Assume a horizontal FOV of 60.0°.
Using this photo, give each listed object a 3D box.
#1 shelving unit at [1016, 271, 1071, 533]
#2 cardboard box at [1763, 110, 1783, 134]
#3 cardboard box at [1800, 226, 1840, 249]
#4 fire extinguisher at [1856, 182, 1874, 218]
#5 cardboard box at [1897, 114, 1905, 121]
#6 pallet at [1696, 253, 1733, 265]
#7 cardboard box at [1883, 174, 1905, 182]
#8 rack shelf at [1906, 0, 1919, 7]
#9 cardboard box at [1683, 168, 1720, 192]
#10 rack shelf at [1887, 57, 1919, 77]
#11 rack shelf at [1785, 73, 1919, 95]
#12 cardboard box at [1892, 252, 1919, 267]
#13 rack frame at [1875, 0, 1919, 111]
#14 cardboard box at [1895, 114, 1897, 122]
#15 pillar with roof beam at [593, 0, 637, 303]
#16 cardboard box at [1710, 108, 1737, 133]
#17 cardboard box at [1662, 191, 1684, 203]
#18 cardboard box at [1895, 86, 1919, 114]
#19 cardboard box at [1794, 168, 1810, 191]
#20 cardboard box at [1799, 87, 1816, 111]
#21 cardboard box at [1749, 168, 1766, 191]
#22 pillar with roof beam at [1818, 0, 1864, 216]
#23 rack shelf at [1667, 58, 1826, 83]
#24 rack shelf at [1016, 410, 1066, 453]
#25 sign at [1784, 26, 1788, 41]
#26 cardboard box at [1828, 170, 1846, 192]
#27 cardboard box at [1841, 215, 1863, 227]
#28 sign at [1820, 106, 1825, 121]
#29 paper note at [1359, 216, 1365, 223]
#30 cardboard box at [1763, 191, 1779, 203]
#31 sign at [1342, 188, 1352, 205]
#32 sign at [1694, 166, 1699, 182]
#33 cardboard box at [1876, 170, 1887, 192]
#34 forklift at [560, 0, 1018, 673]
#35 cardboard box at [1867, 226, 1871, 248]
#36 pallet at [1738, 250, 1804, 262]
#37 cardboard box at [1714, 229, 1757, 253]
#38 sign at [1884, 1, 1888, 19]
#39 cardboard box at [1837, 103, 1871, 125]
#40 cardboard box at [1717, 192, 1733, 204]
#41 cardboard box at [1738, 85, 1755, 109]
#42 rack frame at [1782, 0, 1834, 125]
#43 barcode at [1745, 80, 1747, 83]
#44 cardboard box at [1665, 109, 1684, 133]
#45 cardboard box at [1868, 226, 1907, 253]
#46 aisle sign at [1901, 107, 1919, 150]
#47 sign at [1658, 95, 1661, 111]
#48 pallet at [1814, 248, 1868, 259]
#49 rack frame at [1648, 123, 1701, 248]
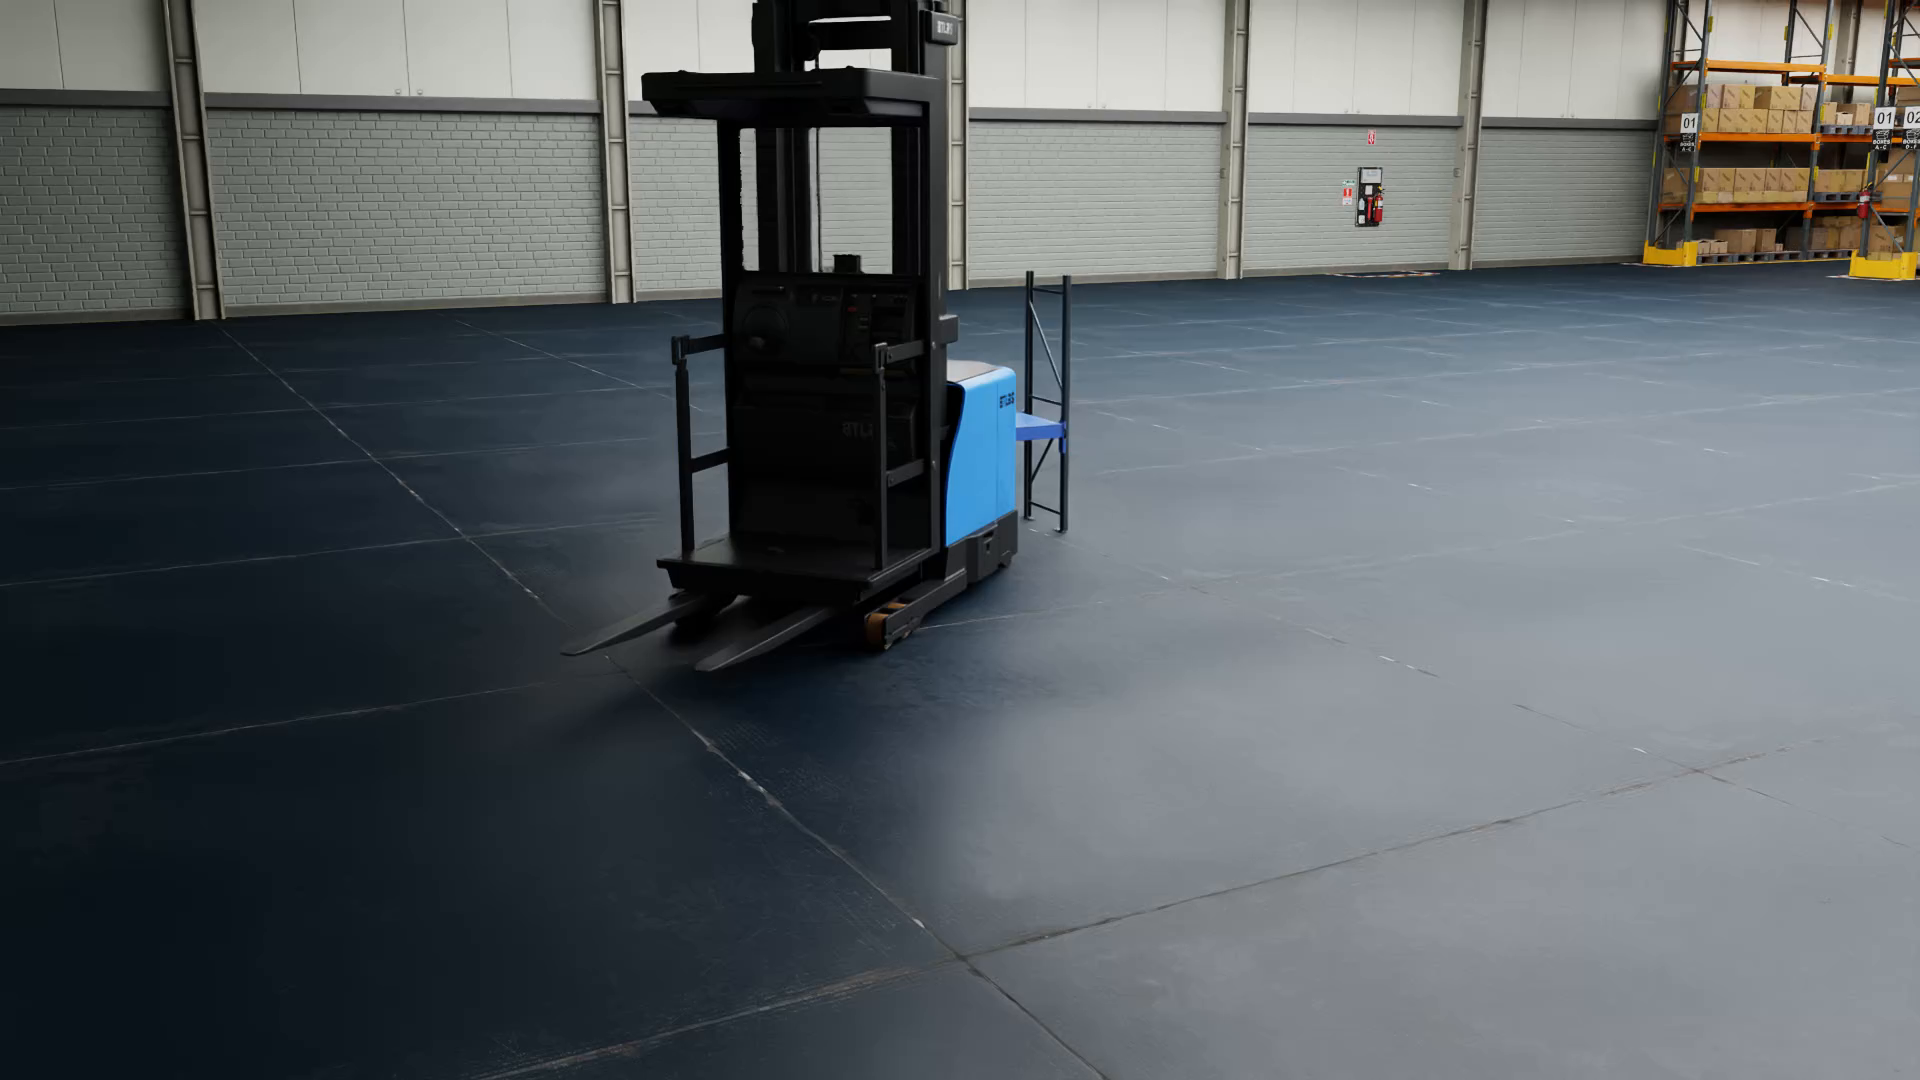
[{"bbox_3d":[0.055,-0.776,9.639,1.048,1.500,0.538,-6,14,-25],"label":"shelving unit"},{"bbox_3d":[17.775,-9.238,36.722,0.500,0.500,0.500,-7,15,-30],"label":"cardboard box"},{"bbox_3d":[20.085,-7.073,38.898,0.500,0.500,0.700,-7,15,-29],"label":"cardboard box"},{"bbox_3d":[17.557,-6.598,32.270,0.183,0.674,0.296,-7,14,-28],"label":"fire extinguisher"},{"bbox_3d":[22.919,-10.142,39.782,0.500,0.500,0.700,-8,15,-32],"label":"cardboard box"},{"bbox_3d":[16.303,-6.239,36.850,1.213,0.211,1.003,-7,14,-28],"label":"pallet"},{"bbox_3d":[18.128,-7.001,32.179,0.250,0.149,0.380,-7,15,-29],"label":"cardboard box"},{"bbox_3d":[24.284,-12.762,39.889,4.000,0.370,1.077,-7,14,-28],"label":"rack shelf"},{"bbox_3d":[16.070,-7.807,36.057,0.500,0.500,0.500,-7,14,-28],"label":"cardboard box"},{"bbox_3d":[19.639,-9.149,32.318,4.000,0.370,1.077,-7,14,-28],"label":"rack shelf"},{"bbox_3d":[20.773,-10.525,38.428,4.000,0.370,1.077,-7,14,-28],"label":"rack shelf"},{"bbox_3d":[18.461,-5.435,32.235,0.500,0.250,0.500,-7,14,-28],"label":"cardboard box"},{"bbox_3d":[17.884,-9.485,31.260,0.127,3.000,1.000,-7,14,-28],"label":"rack frame"},{"bbox_3d":[21.786,-9.845,39.417,0.500,0.500,0.500,-7,14,-28],"label":"cardboard box"},{"bbox_3d":[-3.296,-7.325,21.663,0.400,9.000,9.100,-7,14,-28],"label":"pillar with roof beam"},{"bbox_3d":[16.409,-9.071,35.979,0.500,0.500,0.500,-6,14,-24],"label":"cardboard box"},{"bbox_3d":[15.824,-7.536,36.558,0.500,0.250,0.500,-7,14,-27],"label":"cardboard box"},{"bbox_3d":[18.390,-8.405,31.782,0.637,0.503,0.797,-6,14,-24],"label":"cardboard box"},{"bbox_3d":[18.751,-8.127,37.475,0.500,0.500,0.500,-7,14,-28],"label":"cardboard box"},{"bbox_3d":[18.708,-9.838,37.110,0.500,0.500,0.500,-8,15,-33],"label":"cardboard box"},{"bbox_3d":[17.412,-7.967,36.767,0.500,0.500,0.500,-6,14,-26],"label":"cardboard box"},{"bbox_3d":[23.036,-10.481,35.687,0.400,9.000,9.100,-7,14,-28],"label":"pillar with roof beam"},{"bbox_3d":[17.262,-10.297,36.515,4.000,0.370,1.077,-7,14,-28],"label":"rack shelf"},{"bbox_3d":[0.055,-0.600,9.679,1.000,0.185,0.538,-6,14,-25],"label":"rack shelf"},{"bbox_3d":[18.747,-11.500,37.723,0.005,0.325,0.100,-7,14,-28],"label":"sign"},{"bbox_3d":[19.975,-8.301,38.434,0.500,0.500,0.700,-5,14,-22],"label":"cardboard box"},{"bbox_3d":[20.942,-7.526,39.204,0.500,0.250,0.500,-7,14,-28],"label":"cardboard box"},{"bbox_3d":[19.284,-9.545,37.182,0.005,0.325,0.100,-7,14,-28],"label":"sign"},{"bbox_3d":[8.064,-6.434,33.373,0.142,0.148,0.016,-7,14,-28],"label":"paper note"},{"bbox_3d":[17.872,-7.655,37.088,0.500,0.250,0.500,-7,14,-28],"label":"cardboard box"},{"bbox_3d":[7.718,-6.848,33.126,0.234,0.329,0.001,-7,14,-28],"label":"sign"},{"bbox_3d":[15.767,-7.830,35.600,0.005,0.325,0.100,-7,14,-28],"label":"sign"},{"bbox_3d":[21.643,-8.502,39.327,0.500,0.500,0.700,-8,15,-33],"label":"cardboard box"},{"bbox_3d":[-0.711,-1.044,7.571,1.130,2.935,3.031,5,14,21],"label":"forklift"},{"bbox_3d":[21.414,-7.232,39.603,0.500,0.500,0.700,-7,14,-28],"label":"cardboard box"},{"bbox_3d":[18.445,-6.496,37.991,1.213,0.211,1.003,-7,14,-28],"label":"pallet"},{"bbox_3d":[17.325,-6.691,37.198,0.500,0.500,0.700,-8,15,-31],"label":"cardboard box"},{"bbox_3d":[17.636,-10.086,31.620,0.005,0.325,0.100,-7,14,-28],"label":"sign"},{"bbox_3d":[20.618,-9.822,38.406,0.500,0.500,0.500,-7,15,-30],"label":"cardboard box"},{"bbox_3d":[16.536,-7.497,36.385,0.500,0.250,0.500,-7,15,-30],"label":"cardboard box"},{"bbox_3d":[16.870,-9.615,36.119,0.500,0.500,0.500,-6,14,-26],"label":"cardboard box"},{"bbox_3d":[19.018,-10.860,37.370,0.127,3.000,1.000,-7,14,-28],"label":"rack frame"},{"bbox_3d":[17.592,-10.260,37.210,0.075,0.075,0.001,-7,14,-28],"label":"barcode"},{"bbox_3d":[15.752,-9.127,36.229,0.500,0.500,0.500,-6,14,-24],"label":"cardboard box"},{"bbox_3d":[18.212,-5.901,32.598,0.500,0.500,0.500,-7,14,-28],"label":"cardboard box"},{"bbox_3d":[17.973,-7.761,31.341,0.004,0.787,0.394,-7,14,-28],"label":"aisle sign"},{"bbox_3d":[15.258,-9.517,36.217,0.005,0.325,0.100,-7,14,-28],"label":"sign"},{"bbox_3d":[20.772,-6.784,39.275,1.213,0.211,1.003,-7,14,-28],"label":"pallet"},{"bbox_3d":[15.507,-7.513,36.159,0.127,3.000,1.000,-7,14,-28],"label":"rack frame"}]
